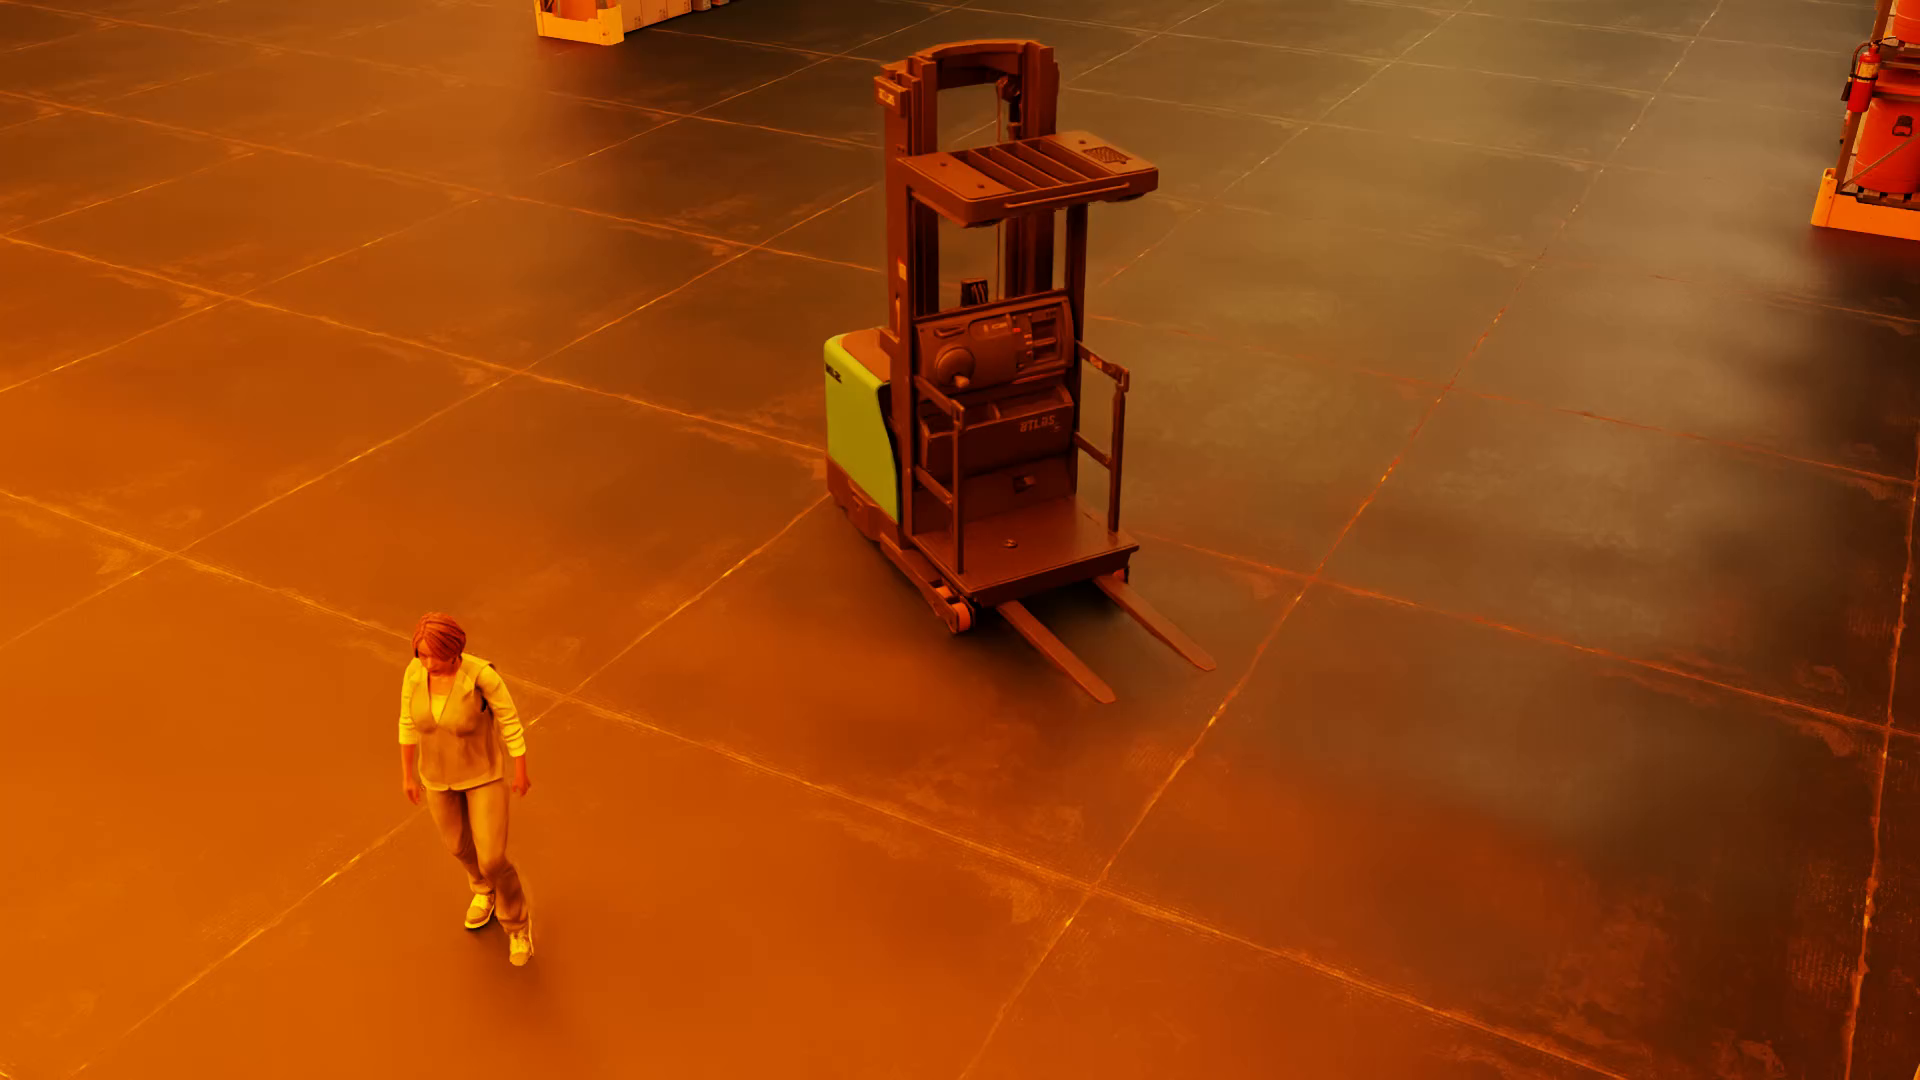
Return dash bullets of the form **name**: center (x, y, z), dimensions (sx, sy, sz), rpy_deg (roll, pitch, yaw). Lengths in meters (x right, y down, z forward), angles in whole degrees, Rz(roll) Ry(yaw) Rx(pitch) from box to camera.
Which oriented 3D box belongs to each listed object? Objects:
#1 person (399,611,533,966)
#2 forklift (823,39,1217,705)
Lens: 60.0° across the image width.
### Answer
- **person**: center (-2.015, 0.991, 6.763), dimensions (0.510, 1.627, 0.459), rpy_deg (5, 30, 8)
- **forklift**: center (0.302, -1.017, 8.833), dimensions (1.130, 2.935, 3.031), rpy_deg (-15, 33, -24)
